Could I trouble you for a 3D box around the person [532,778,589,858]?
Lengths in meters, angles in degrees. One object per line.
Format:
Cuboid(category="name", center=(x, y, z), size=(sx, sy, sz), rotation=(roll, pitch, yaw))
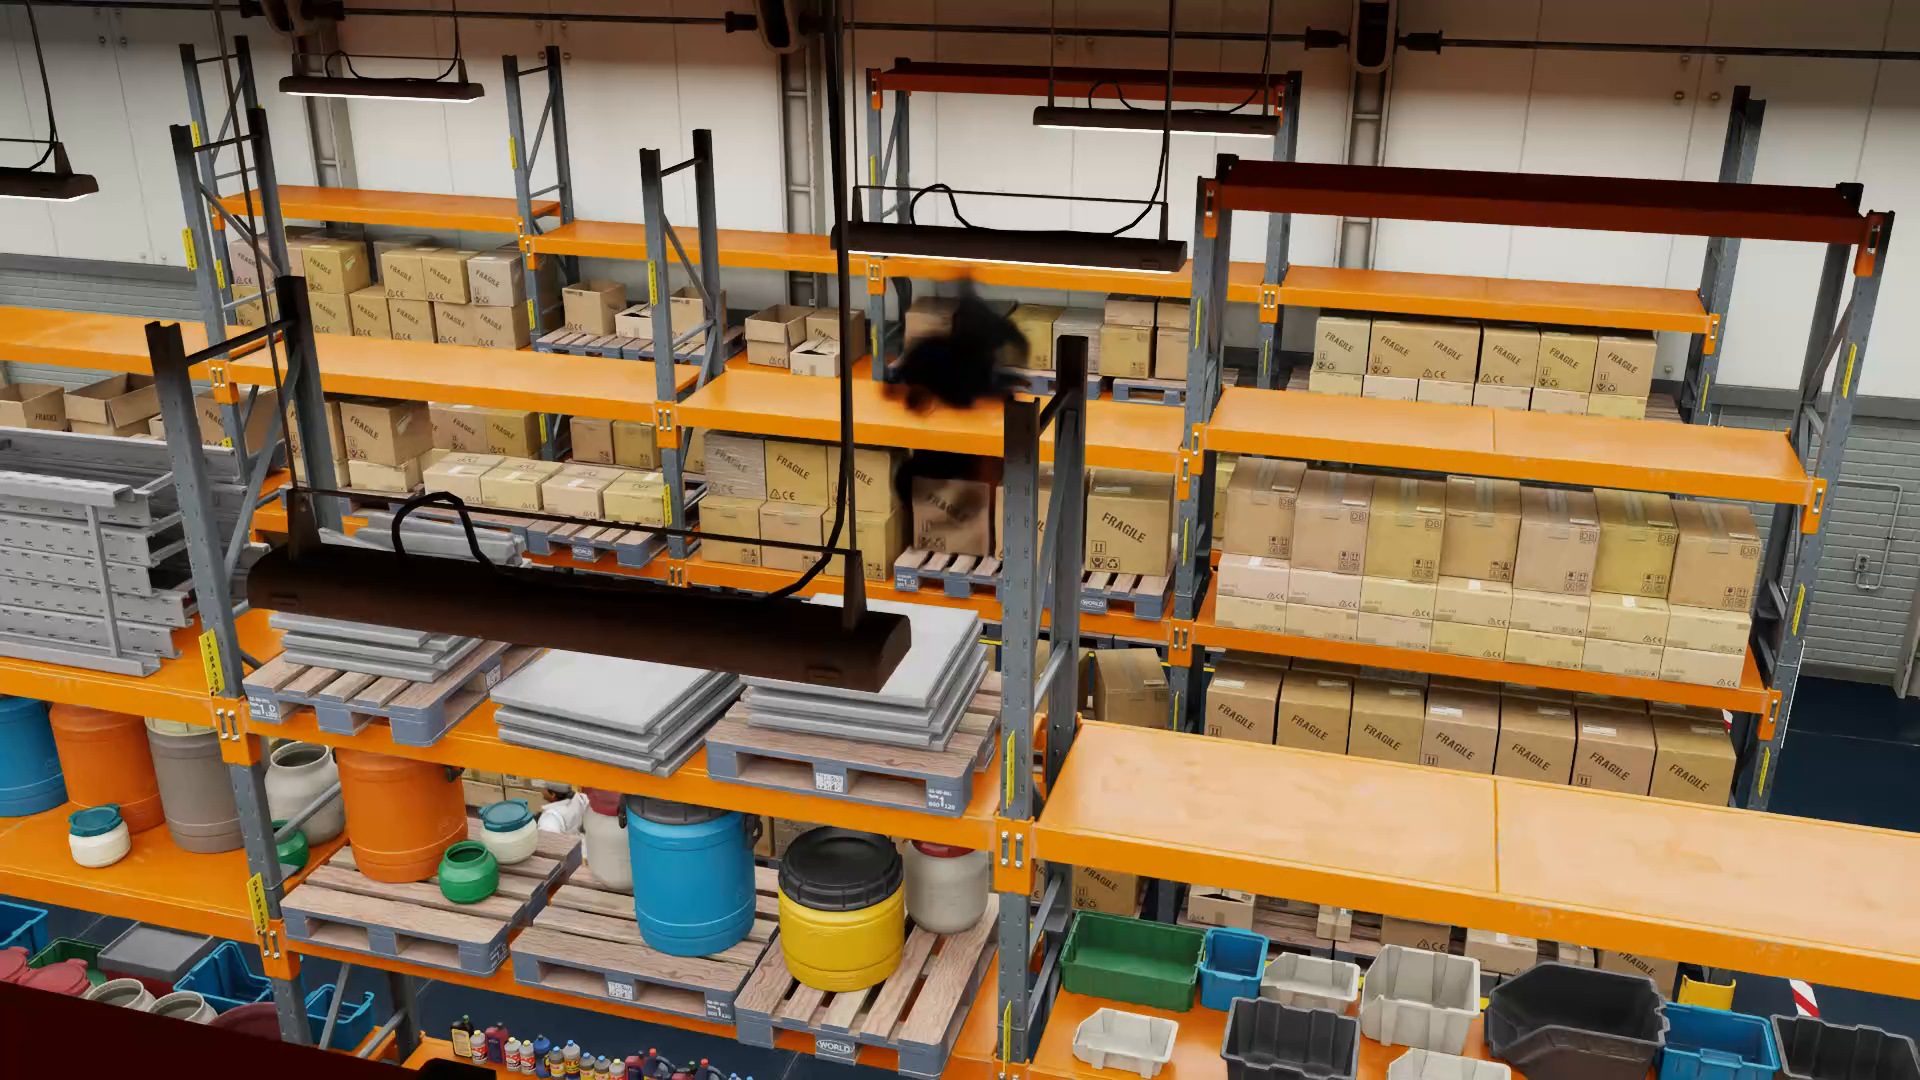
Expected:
Cuboid(category="person", center=(-2.867, 2.406, 12.026), size=(0.797, 1.710, 0.594), rotation=(4, 23, 10))
